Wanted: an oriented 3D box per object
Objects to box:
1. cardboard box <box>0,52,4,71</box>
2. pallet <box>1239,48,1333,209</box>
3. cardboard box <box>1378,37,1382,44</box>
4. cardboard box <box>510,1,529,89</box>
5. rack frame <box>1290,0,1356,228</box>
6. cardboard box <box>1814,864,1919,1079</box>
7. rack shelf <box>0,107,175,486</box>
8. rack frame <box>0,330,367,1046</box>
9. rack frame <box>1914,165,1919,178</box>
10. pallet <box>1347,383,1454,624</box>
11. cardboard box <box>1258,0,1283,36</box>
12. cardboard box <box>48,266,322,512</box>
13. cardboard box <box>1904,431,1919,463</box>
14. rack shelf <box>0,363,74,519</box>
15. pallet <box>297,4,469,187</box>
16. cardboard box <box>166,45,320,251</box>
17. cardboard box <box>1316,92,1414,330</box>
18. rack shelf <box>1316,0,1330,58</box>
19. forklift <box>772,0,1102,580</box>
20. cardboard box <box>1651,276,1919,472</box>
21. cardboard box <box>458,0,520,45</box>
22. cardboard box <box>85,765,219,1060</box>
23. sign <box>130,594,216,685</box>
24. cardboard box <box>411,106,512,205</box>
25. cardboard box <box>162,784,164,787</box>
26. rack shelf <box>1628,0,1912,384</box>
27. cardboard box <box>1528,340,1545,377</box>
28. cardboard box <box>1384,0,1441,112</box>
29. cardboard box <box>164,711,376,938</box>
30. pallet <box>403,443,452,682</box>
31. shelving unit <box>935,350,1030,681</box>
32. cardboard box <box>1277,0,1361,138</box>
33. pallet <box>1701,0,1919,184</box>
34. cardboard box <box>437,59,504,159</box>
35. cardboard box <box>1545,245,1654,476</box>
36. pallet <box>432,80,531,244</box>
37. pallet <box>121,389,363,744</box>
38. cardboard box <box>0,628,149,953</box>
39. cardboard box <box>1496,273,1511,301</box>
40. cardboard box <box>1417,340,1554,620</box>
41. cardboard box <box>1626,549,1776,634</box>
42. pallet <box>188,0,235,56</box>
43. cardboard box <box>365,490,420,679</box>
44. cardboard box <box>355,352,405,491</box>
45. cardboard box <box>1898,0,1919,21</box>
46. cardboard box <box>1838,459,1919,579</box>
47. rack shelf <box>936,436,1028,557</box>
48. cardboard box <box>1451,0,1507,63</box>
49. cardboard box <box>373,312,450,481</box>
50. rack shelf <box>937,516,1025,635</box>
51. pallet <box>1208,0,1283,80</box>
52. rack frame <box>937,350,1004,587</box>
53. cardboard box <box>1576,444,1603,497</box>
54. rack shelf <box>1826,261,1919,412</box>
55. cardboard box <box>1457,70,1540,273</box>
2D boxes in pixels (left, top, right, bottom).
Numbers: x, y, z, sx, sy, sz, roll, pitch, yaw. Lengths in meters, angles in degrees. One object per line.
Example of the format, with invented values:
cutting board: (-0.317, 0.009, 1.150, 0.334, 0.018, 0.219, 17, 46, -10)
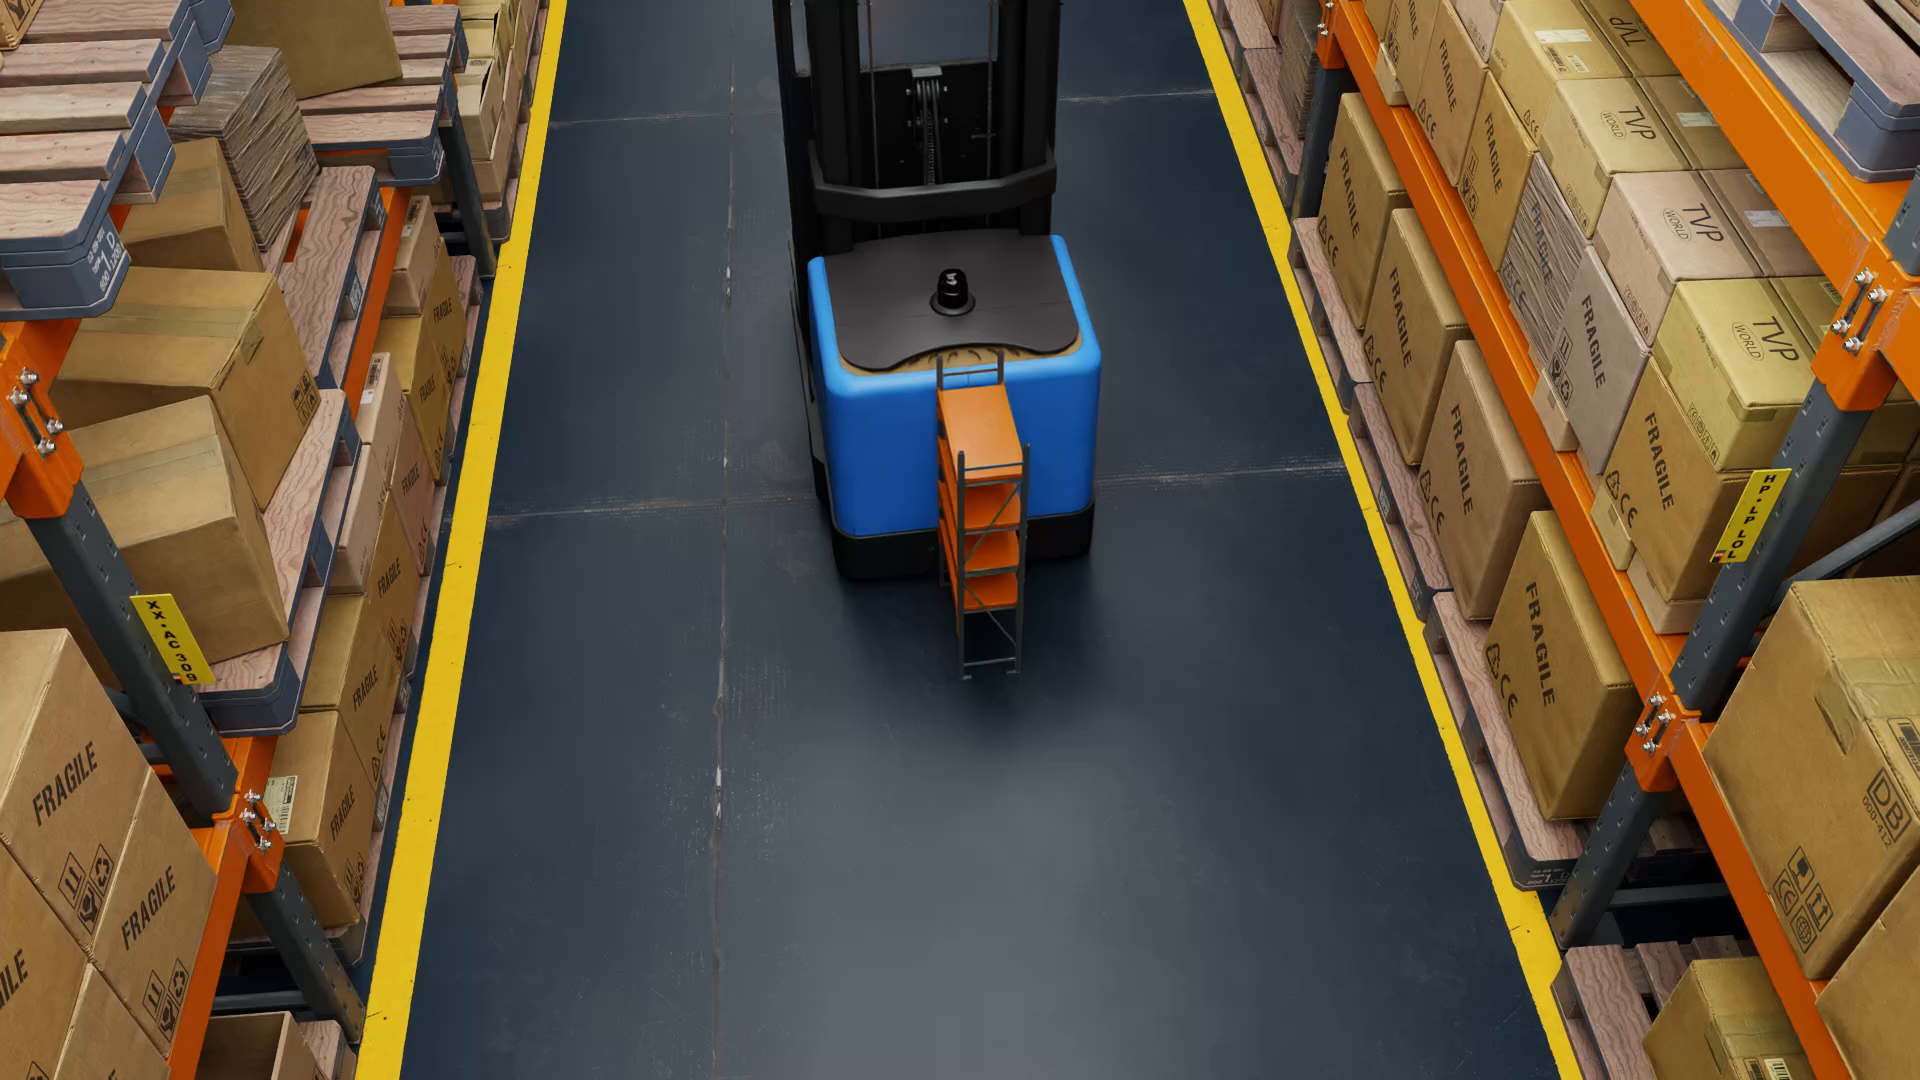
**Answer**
cardboard box: (-2.400, -1.035, 3.308, 0.600, 0.600, 0.600, -8, 47, -7)
pallet: (2.106, -2.226, 8.849, 1.003, 0.211, 1.213, -3, 47, -3)
cardboard box: (1.979, -2.105, 6.973, 0.380, 0.149, 0.250, -3, 47, -3)
cardboard box: (-2.610, -2.651, 8.936, 0.500, 0.250, 0.500, -5, 47, -4)
rack frame: (2.170, -2.620, 7.301, 1.000, 3.000, 0.127, -3, 47, -3)
cardboard box: (2.589, 1.093, 3.579, 0.980, 0.700, 0.700, -5, 47, -4)
rack shelf: (-2.599, -1.653, 4.815, 1.077, 0.370, 4.000, -3, 47, -3)
rack frame: (-2.431, 0.578, 4.273, 1.000, 3.000, 0.127, -3, 47, -3)
rack frame: (2.505, -1.788, 2.382, 1.000, 3.000, 0.127, -3, 47, -3)
pallet: (2.260, -0.205, 6.935, 1.003, 0.211, 1.213, -3, 47, -3)
cardboard box: (2.060, -3.167, 9.238, 0.700, 0.500, 0.500, -4, 47, -4)
cardboard box: (-2.369, -0.451, 4.889, 0.700, 0.500, 0.500, 3, 47, 3)
cardboard box: (2.726, -0.476, 4.467, 0.500, 0.250, 0.500, -2, 47, -2)
rack shelf: (-2.264, 1.241, 2.075, 1.077, 0.370, 4.000, -3, 47, -3)
pallet: (-2.640, -1.764, 6.623, 1.213, 0.211, 1.003, -3, 47, -3)
cardboard box: (-2.715, -1.372, 5.762, 0.700, 0.500, 0.500, 4, 47, 4)
cardboard box: (2.101, -1.485, 7.418, 0.750, 0.750, 0.750, -4, 47, -4)
rack shelf: (2.002, -3.819, 8.933, 1.077, 0.370, 4.000, -3, 47, -3)
forklift: (-0.199, -1.934, 6.700, 1.130, 2.935, 3.031, -6, 47, -6)
cardboard box: (2.211, -0.449, 4.442, 0.500, 0.250, 0.500, -2, 47, -2)
cardboard box: (-2.610, -2.853, 8.741, 0.500, 0.311, 0.500, -5, 47, -4)
cardboard box: (-2.134, 0.890, 3.909, 0.500, 0.500, 0.500, -3, 47, -3)
sign: (-1.891, 0.242, 3.995, 0.100, 0.325, 0.005, -3, 47, -3)
cardboard box: (-2.517, -1.911, 8.235, 0.500, 0.250, 0.500, -4, 47, -3)
cardboard box: (-2.758, 0.947, 5.342, 0.500, 0.500, 0.500, -4, 47, -4)
rack shelf: (2.337, -1.957, 5.103, 1.077, 0.370, 4.000, -3, 47, -3)
cardboard box: (2.138, -0.613, 5.561, 0.380, 0.149, 0.250, -3, 47, -3)
cardboard box: (1.990, -2.017, 6.443, 0.500, 0.500, 0.500, -2, 47, -2)
cardboard box: (-2.229, 0.922, 5.366, 0.500, 0.500, 0.500, -5, 47, -5)
pallet: (-2.642, 0.066, 6.678, 1.003, 0.211, 1.213, -3, 47, -3)
shelving unit: (0.075, -0.066, 6.123, 0.258, 1.200, 0.503, -6, 47, -6)
cardboard box: (2.058, -2.429, 8.540, 0.700, 0.500, 0.500, -3, 47, -3)
pallet: (2.379, -1.352, 4.166, 0.805, 0.209, 1.217, -5, 47, -5)
cardboard box: (-2.517, -2.104, 8.032, 0.500, 0.311, 0.500, -2, 47, -2)
cardboard box: (2.162, -0.556, 5.060, 0.500, 0.500, 0.500, -3, 47, -3)
pallet: (-2.796, -1.955, 8.593, 1.003, 0.211, 1.213, -3, 47, -3)
pallet: (-2.389, 0.059, 4.896, 1.003, 0.211, 1.213, -3, 47, -3)
cardboard box: (-2.131, 0.550, 3.542, 0.500, 0.500, 0.500, -3, 47, -3)
cardboard box: (2.121, -0.988, 5.916, 0.380, 0.149, 0.250, -2, 47, -2)
cardboard box: (2.243, -0.236, 6.235, 0.750, 0.750, 0.750, -2, 47, -2)
cardboard box: (2.194, 0.127, 4.860, 0.380, 0.149, 0.250, -3, 47, -3)
pallet: (-2.506, -1.615, 4.413, 1.213, 0.211, 1.003, -3, 47, -3)
cardboard box: (-2.319, 0.174, 6.074, 0.500, 0.500, 0.500, -3, 47, -3)
cardboard box: (-2.355, -0.423, 6.123, 0.500, 0.250, 0.500, -4, 47, -4)
cardboard box: (2.540, -1.586, 3.885, 0.700, 0.500, 0.500, -6, 47, -5)
cardboard box: (2.717, -0.217, 4.739, 0.500, 0.500, 0.500, -5, 47, -5)
rack shelf: (0.075, -0.174, 6.010, 0.258, 0.148, 0.480, -6, 47, -6)
cardboard box: (2.042, -1.927, 5.841, 0.500, 0.250, 0.500, -3, 47, -3)
cardboard box: (-2.411, -0.571, 6.780, 0.500, 0.500, 0.500, -5, 47, -5)
rack shelf: (0.075, 0.116, 6.316, 0.258, 0.148, 0.480, -6, 47, -6)
pallet: (2.007, -3.107, 9.684, 1.003, 0.211, 1.213, -3, 47, -3)
rack frame: (0.037, -0.242, 6.289, 0.240, 1.200, 0.015, -6, 47, -6)
cardboard box: (2.173, -0.245, 5.212, 0.380, 0.149, 0.250, -2, 47, -2)
rack shelf: (2.672, 0.937, 2.362, 1.077, 0.370, 4.000, -3, 47, -3)
cardboard box: (2.082, -1.281, 5.747, 0.500, 0.500, 0.500, -2, 47, -2)
